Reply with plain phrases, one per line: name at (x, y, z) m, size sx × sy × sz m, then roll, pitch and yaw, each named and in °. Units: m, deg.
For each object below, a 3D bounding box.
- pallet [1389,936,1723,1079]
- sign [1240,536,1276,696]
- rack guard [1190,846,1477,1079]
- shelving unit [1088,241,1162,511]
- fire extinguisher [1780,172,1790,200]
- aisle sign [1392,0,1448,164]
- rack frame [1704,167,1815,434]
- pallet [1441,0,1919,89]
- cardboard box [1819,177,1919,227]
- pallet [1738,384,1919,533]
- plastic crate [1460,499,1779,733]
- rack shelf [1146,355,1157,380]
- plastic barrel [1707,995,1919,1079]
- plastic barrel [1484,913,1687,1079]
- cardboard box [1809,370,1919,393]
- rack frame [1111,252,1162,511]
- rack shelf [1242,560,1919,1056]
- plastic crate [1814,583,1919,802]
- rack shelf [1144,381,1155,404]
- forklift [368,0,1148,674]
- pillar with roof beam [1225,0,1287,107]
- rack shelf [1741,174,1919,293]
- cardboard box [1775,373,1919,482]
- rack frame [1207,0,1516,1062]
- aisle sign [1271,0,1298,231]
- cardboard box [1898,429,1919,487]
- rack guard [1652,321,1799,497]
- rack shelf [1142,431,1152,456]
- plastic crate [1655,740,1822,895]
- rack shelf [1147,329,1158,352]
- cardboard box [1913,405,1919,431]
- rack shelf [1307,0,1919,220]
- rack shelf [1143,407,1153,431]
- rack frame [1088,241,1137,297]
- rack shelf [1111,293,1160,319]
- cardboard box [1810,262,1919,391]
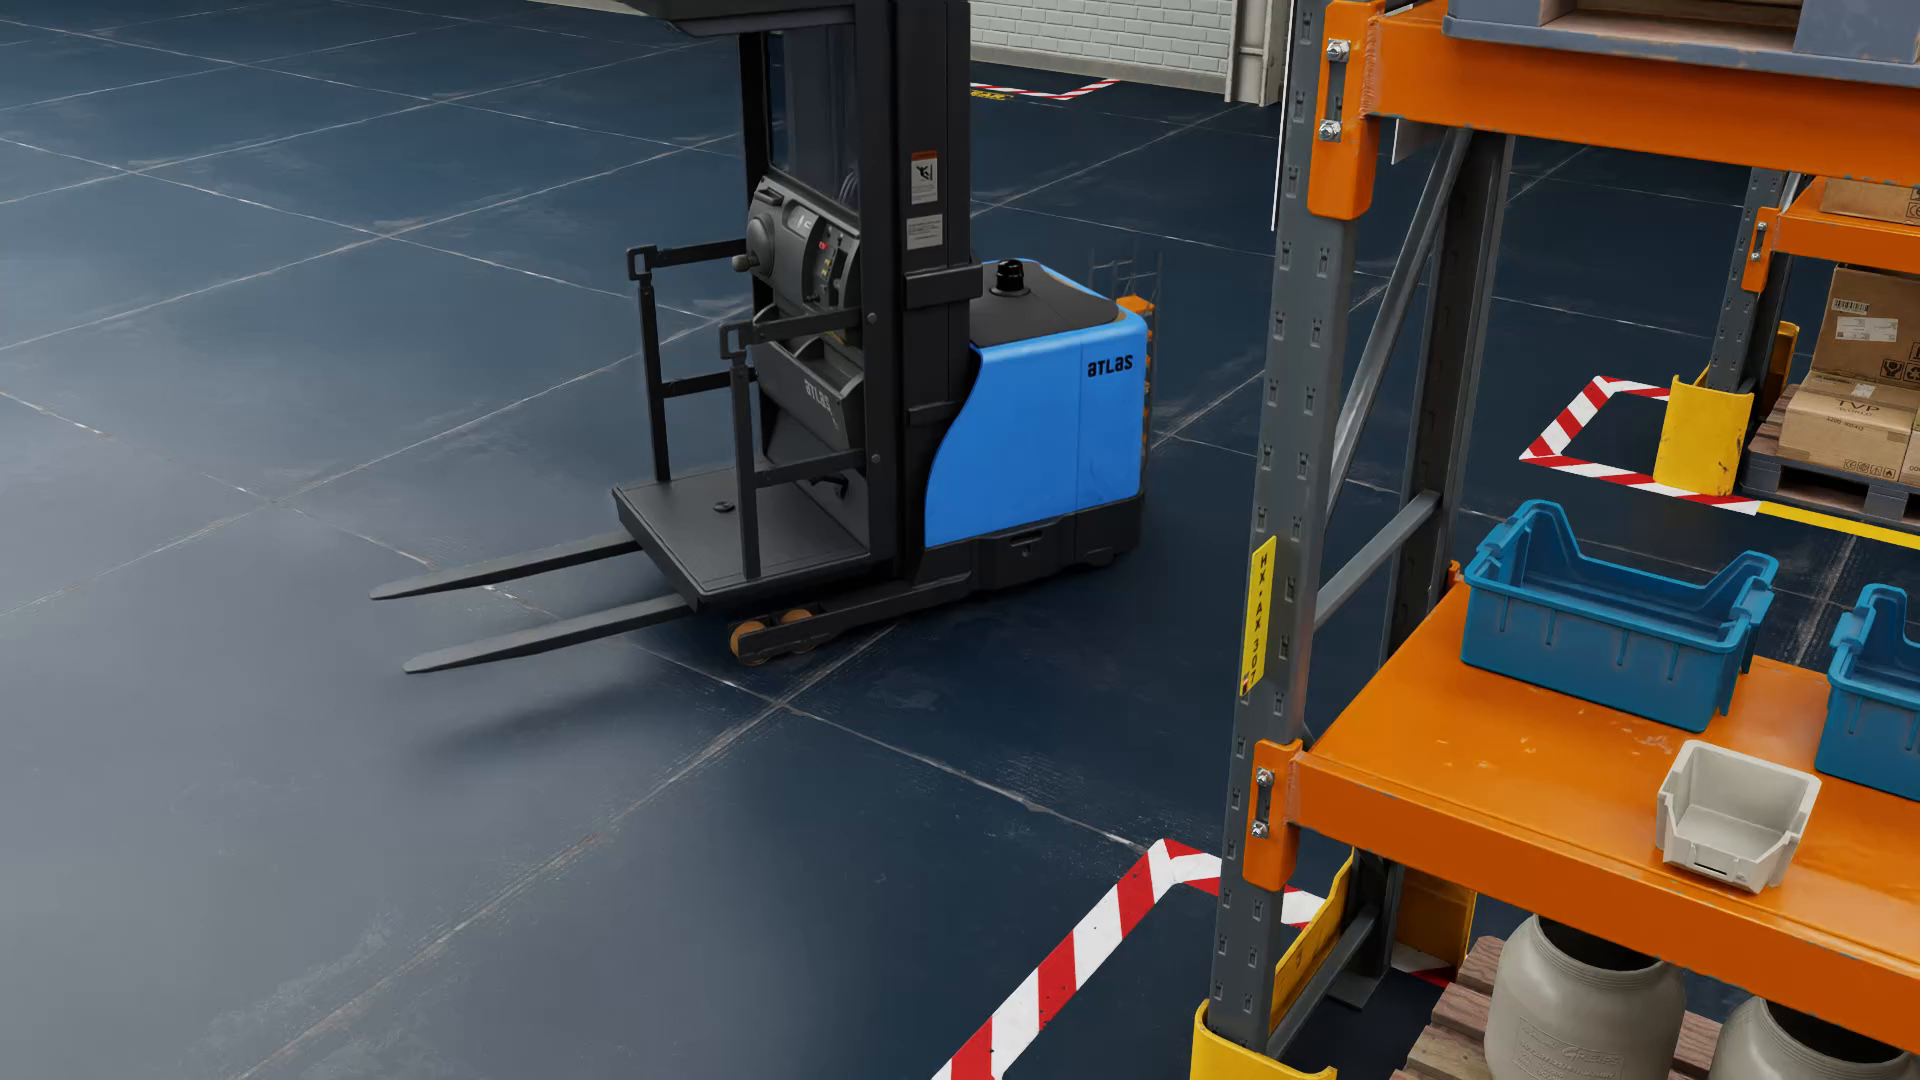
pallet at (1.668, 1.528, 4.014) m, size 1.213 × 0.211 × 1.003 m, roll 17°, pitch 32°, yaw 30°
sign at (0.598, 0.154, 3.335) m, size 0.005 × 0.325 × 0.100 m, roll 17°, pitch 32°, yaw 30°
rack guard at (1.002, 1.189, 4.362) m, size 0.348 × 0.500 × 1.175 m, roll 17°, pitch 32°, yaw 30°
shelving unit at (0.695, -0.683, 7.268) m, size 0.258 × 1.200 × 0.189 m, roll -14°, pitch 30°, yaw -25°
fire extinguisher at (3.886, -1.947, 7.855) m, size 0.183 × 0.674 × 0.296 m, roll 17°, pitch 32°, yaw 30°
aisle sign at (1.021, -1.215, 3.464) m, size 0.004 × 0.787 × 0.394 m, roll 17°, pitch 32°, yaw 30°
rack frame at (3.720, -1.778, 7.436) m, size 0.127 × 3.000 × 1.000 m, roll 17°, pitch 32°, yaw 30°
pallet at (1.539, -0.931, 2.672) m, size 1.213 × 0.211 × 1.003 m, roll 17°, pitch 32°, yaw 30°
cardboard box at (4.098, -1.698, 7.169) m, size 0.500 × 0.500 × 0.700 m, roll 17°, pitch 32°, yaw 30°
pallet at (4.374, -0.354, 7.714) m, size 1.213 × 0.211 × 1.003 m, roll 17°, pitch 32°, yaw 30°
plastic crate at (1.495, 0.156, 3.800) m, size 0.616 × 0.251 × 0.499 m, roll 17°, pitch 32°, yaw 30°
rack shelf at (0.696, -0.750, 7.234) m, size 0.258 × 0.103 × 0.180 m, roll -14°, pitch 30°, yaw -25°
plastic barrel at (1.911, 1.264, 3.739) m, size 0.421 × 0.512 × 0.421 m, roll 0°, pitch 27°, yaw 0°
plastic barrel at (1.498, 1.135, 3.992) m, size 0.421 × 0.512 × 0.421 m, roll 0°, pitch 27°, yaw 0°
cardboard box at (4.329, -0.712, 7.911) m, size 0.500 × 0.250 × 0.500 m, roll 17°, pitch 32°, yaw 30°
rack frame at (0.739, -0.646, 7.196) m, size 0.240 × 1.200 × 0.006 m, roll -14°, pitch 30°, yaw -25°
rack shelf at (2.561, 0.907, 2.953) m, size 4.000 × 0.370 × 1.077 m, roll 17°, pitch 32°, yaw 30°
plastic crate at (2.027, 0.325, 3.468) m, size 0.408 × 0.251 × 0.499 m, roll 17°, pitch 32°, yaw 30°
rack shelf at (0.695, -0.643, 7.288) m, size 0.258 × 0.103 × 0.180 m, roll -14°, pitch 30°, yaw -25°
forklift at (-0.777, -1.102, 6.184) m, size 3.031 × 2.935 × 1.130 m, roll -14°, pitch 30°, yaw -25°
pillar with roof beam at (0.205, -6.379, 9.864) m, size 0.400 × 9.000 × 9.100 m, roll 17°, pitch 32°, yaw 30°
rack shelf at (5.369, -0.944, 6.590) m, size 4.000 × 0.370 × 1.077 m, roll 17°, pitch 32°, yaw 30°
cardboard box at (4.036, -0.519, 7.531) m, size 0.500 × 0.250 × 0.500 m, roll 17°, pitch 32°, yaw 30°
rack frame at (0.913, 0.073, 3.799) m, size 0.127 × 3.000 × 1.000 m, roll 17°, pitch 32°, yaw 30°
aisle sign at (0.687, -0.994, 3.031) m, size 0.004 × 0.787 × 0.394 m, roll 17°, pitch 32°, yaw 30°
cardboard box at (4.450, -0.392, 7.281) m, size 0.500 × 0.250 × 0.500 m, roll 17°, pitch 32°, yaw 30°
rack guard at (3.700, -0.670, 8.015) m, size 0.348 × 0.500 × 1.175 m, roll 17°, pitch 32°, yaw 30°
rack shelf at (0.695, -0.429, 7.397) m, size 0.258 × 0.103 × 0.180 m, roll -14°, pitch 30°, yaw -25°
plastic crate at (1.468, 0.541, 3.171) m, size 0.250 × 0.136 × 0.298 m, roll 17°, pitch 32°, yaw 30°
rack shelf at (0.696, -0.857, 7.179) m, size 0.258 × 0.103 × 0.180 m, roll -14°, pitch 30°, yaw -25°
cardboard box at (4.449, -0.725, 7.110) m, size 0.500 × 0.500 × 0.500 m, roll 17°, pitch 32°, yaw 30°
rack shelf at (2.561, -0.430, 2.273) m, size 4.000 × 0.370 × 1.077 m, roll 17°, pitch 32°, yaw 30°
rack shelf at (0.695, -0.536, 7.342) m, size 0.258 × 0.103 × 0.180 m, roll -14°, pitch 30°, yaw -25°
rack frame at (0.652, -0.719, 7.339) m, size 0.240 × 1.200 × 0.006 m, roll -14°, pitch 30°, yaw -25°
rack shelf at (0.696, -0.964, 7.125) m, size 0.258 × 0.103 × 0.180 m, roll -14°, pitch 30°, yaw -25°
cardboard box at (4.331, -1.047, 7.743) m, size 0.500 × 0.500 × 0.500 m, roll 17°, pitch 32°, yaw 30°
